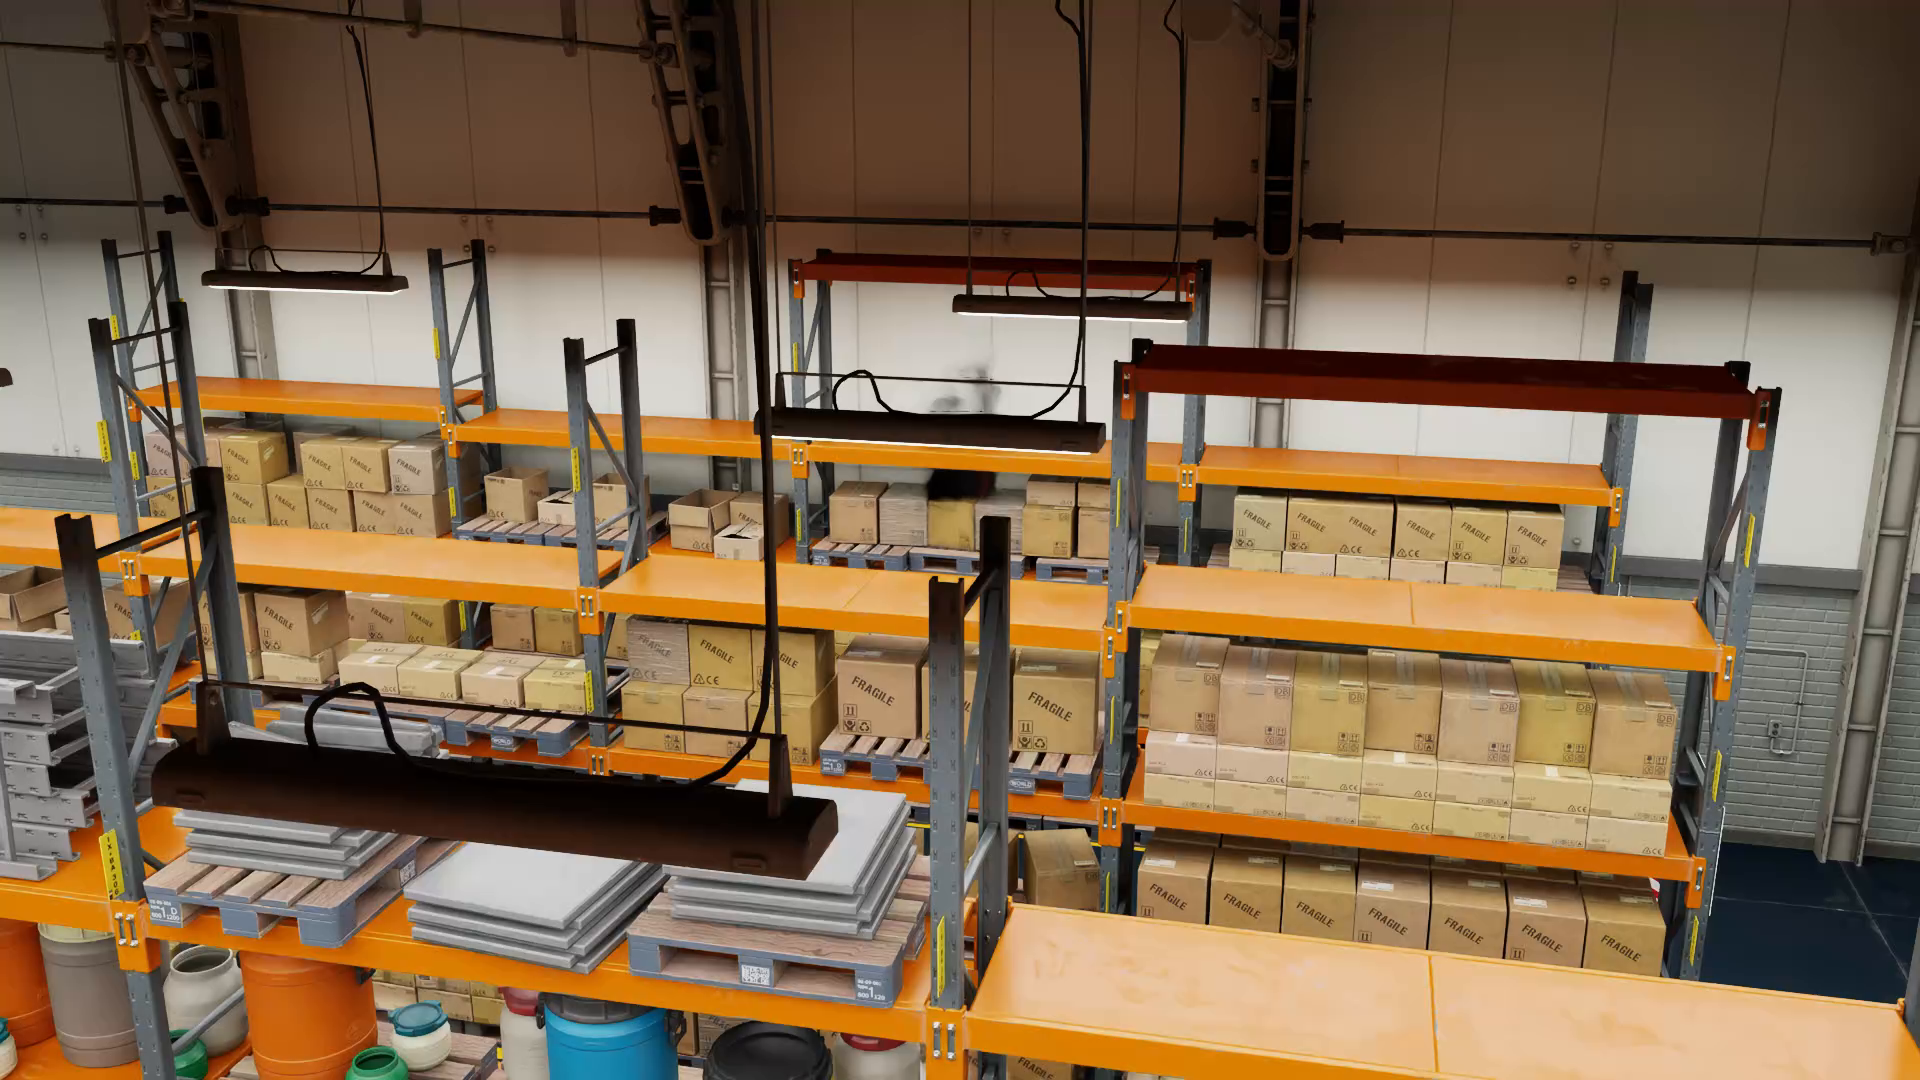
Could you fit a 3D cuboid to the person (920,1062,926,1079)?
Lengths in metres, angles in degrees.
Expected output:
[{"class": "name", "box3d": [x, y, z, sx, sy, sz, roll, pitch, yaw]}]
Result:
[{"class": "person", "box3d": [-0.280, 4.203, 11.057, 0.687, 1.650, 0.580, 2, 16, 5]}]
